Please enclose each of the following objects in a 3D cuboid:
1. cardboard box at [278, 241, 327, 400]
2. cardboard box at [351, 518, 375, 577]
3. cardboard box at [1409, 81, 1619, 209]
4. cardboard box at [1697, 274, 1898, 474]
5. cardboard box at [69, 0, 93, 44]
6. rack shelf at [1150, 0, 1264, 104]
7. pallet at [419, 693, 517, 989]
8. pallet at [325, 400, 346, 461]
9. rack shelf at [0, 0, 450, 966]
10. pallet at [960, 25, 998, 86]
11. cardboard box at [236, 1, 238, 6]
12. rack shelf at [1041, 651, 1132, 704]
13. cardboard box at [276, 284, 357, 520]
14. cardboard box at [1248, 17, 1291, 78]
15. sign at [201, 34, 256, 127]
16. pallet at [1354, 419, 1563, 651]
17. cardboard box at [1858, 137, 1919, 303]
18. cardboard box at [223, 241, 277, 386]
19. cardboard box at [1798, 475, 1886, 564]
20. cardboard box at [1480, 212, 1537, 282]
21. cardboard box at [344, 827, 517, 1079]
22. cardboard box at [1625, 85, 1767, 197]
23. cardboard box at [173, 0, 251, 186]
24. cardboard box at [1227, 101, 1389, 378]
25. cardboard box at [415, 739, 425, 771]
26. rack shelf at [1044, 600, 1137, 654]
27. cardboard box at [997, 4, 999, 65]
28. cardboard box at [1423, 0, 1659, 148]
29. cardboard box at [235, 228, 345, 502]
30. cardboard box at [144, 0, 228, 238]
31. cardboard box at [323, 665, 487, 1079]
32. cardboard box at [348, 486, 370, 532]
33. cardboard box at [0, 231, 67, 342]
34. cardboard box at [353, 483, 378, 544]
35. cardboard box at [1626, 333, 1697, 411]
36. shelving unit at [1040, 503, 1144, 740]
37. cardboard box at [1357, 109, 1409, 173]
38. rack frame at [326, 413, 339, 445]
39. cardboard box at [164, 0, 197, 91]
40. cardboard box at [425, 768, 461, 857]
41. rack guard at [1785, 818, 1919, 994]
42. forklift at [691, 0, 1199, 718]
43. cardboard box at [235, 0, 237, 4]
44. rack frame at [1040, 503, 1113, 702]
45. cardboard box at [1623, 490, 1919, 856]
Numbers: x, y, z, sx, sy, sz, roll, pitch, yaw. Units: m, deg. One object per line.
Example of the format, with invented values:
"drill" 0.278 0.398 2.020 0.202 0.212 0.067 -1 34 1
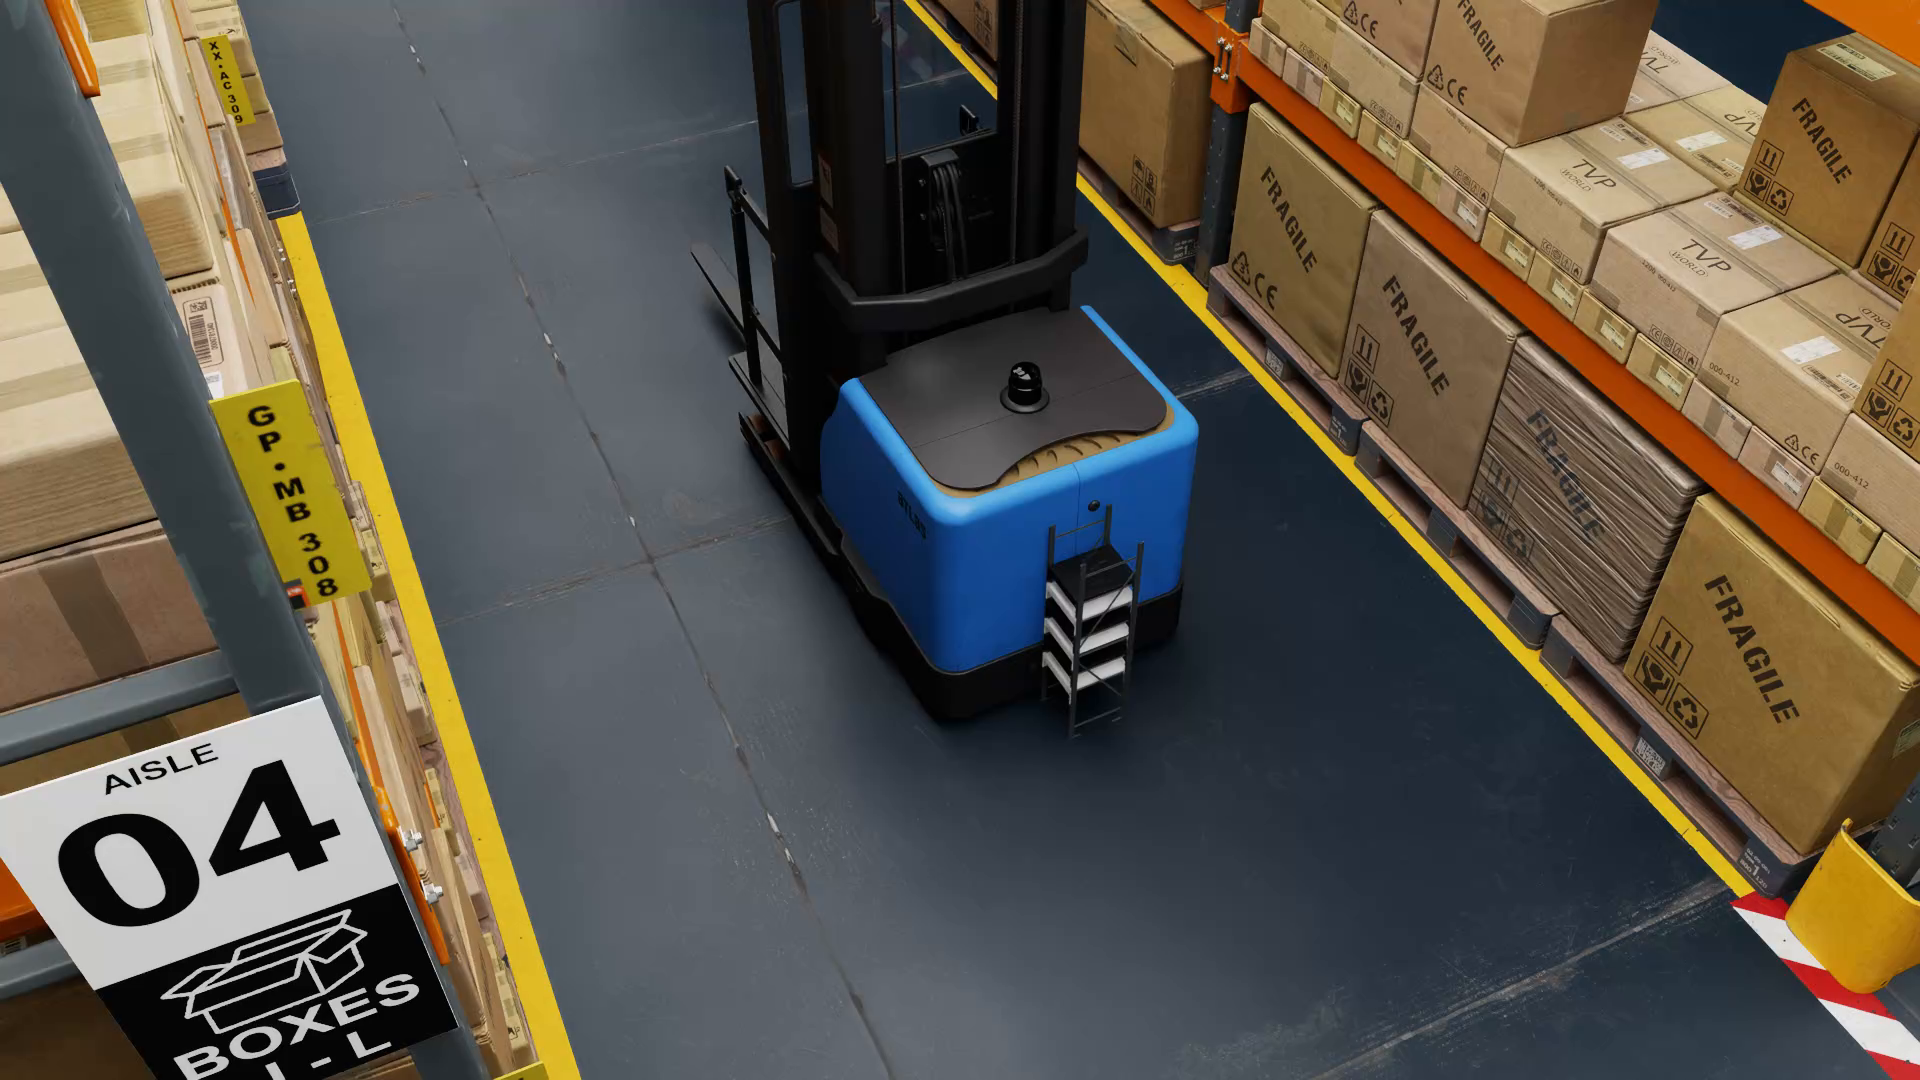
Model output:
"cardboard box" -3.007 -0.863 6.969 0.500 0.500 0.500 -16 47 -16
"cardboard box" -2.296 0.057 5.864 0.380 0.149 0.250 -18 48 -18
"cardboard box" 1.994 -1.483 6.012 0.500 0.250 0.500 -17 47 -16
"cardboard box" 2.631 -0.512 5.028 0.500 0.250 0.500 -19 48 -18
"cardboard box" -1.629 -0.763 2.719 0.380 0.149 0.250 -17 47 -16
"rack shelf" 0.765 -3.473 8.646 1.077 0.370 4.000 -18 47 -17
"pallet" -2.105 1.135 5.450 1.003 0.211 1.213 -18 47 -17
"pallet" -3.265 -0.557 7.164 1.003 0.211 1.213 -18 47 -17
"rack shelf" -2.095 -0.591 3.590 1.077 0.370 4.000 -18 47 -17
"pallet" 0.697 -2.710 9.346 1.003 0.211 1.213 -18 47 -17
"cardboard box" -3.120 -2.159 6.682 0.380 0.149 0.250 -20 48 -19
"rack shelf" 0.451 0.453 5.954 0.258 0.077 0.200 -20 48 -19
"cardboard box" -2.052 -0.322 4.658 0.500 0.500 0.500 -18 47 -18
"cardboard box" 1.429 -2.078 6.899 0.380 0.149 0.250 -18 47 -17
"sign" -2.447 -1.527 5.546 0.100 0.325 0.005 -18 47 -17
"pallet" 2.372 -0.175 6.777 1.003 0.211 1.213 -18 47 -17
"cardboard box" 3.121 -0.929 4.917 0.500 0.500 0.500 -19 48 -18
"cardboard box" -1.429 -0.218 2.806 0.500 0.250 0.500 -17 47 -16
"cardboard box" 2.729 -0.111 4.905 0.380 0.149 0.250 -18 47 -17
"cardboard box" 2.086 -1.085 5.893 0.380 0.149 0.250 -19 48 -19
"cardboard box" -1.193 0.986 3.332 0.500 0.500 0.500 -16 47 -16
"cardboard box" 2.675 -1.325 5.852 0.500 0.250 0.500 -19 48 -18
"cardboard box" -2.493 -1.332 4.969 0.500 0.500 0.500 -20 48 -19
"cardboard box" 1.811 -1.403 7.250 0.875 0.875 0.875 -18 47 -17
"cardboard box" -1.979 0.806 5.528 0.380 0.149 0.250 -17 47 -17
"rack shelf" 0.451 0.260 5.765 0.258 0.077 0.200 -20 48 -19
"cardboard box" 0.943 -2.819 8.685 1.225 0.875 0.875 -20 48 -19
"cardboard box" 1.999 -1.747 5.746 0.500 0.500 0.500 -19 48 -19
"cardboard box" -1.836 -0.348 3.972 0.500 0.500 0.500 -19 48 -19
"cardboard box" -1.625 -0.711 2.951 0.500 0.250 0.500 -17 47 -17
"cardboard box" -1.202 0.633 2.978 0.500 0.500 0.500 -18 47 -18
"cardboard box" -2.391 -0.019 6.152 0.380 0.149 0.250 -20 48 -19
"cardboard box" -1.275 -0.280 2.230 0.380 0.149 0.250 -16 47 -16
"cardboard box" -2.462 -0.039 6.385 0.380 0.149 0.250 -17 47 -17
"cardboard box" 2.409 -0.596 5.397 0.380 0.149 0.250 -19 48 -18
"shelving unit" 0.451 0.301 5.804 0.258 0.900 0.210 -20 48 -19
"cardboard box" 1.763 -1.576 6.390 0.380 0.149 0.250 -19 48 -18
"rack frame" -2.936 -1.054 5.682 1.000 3.000 0.127 -18 47 -17
"cardboard box" -2.072 -1.190 3.792 0.500 0.250 0.500 -19 48 -18
"cardboard box" -1.738 0.882 5.028 0.380 0.149 0.250 -17 47 -17
"rack guard" 3.298 1.000 5.381 1.175 0.500 0.348 -18 47 -17
"forklift" -0.286 -1.438 6.120 1.130 2.935 3.031 -20 48 -19
"cardboard box" -3.014 -2.101 6.412 0.380 0.149 0.250 -20 48 -19
"rack frame" 0.405 0.237 5.869 0.240 0.900 0.006 -20 48 -19
"cardboard box" 2.946 0.317 5.506 0.875 0.875 0.875 -18 47 -17
